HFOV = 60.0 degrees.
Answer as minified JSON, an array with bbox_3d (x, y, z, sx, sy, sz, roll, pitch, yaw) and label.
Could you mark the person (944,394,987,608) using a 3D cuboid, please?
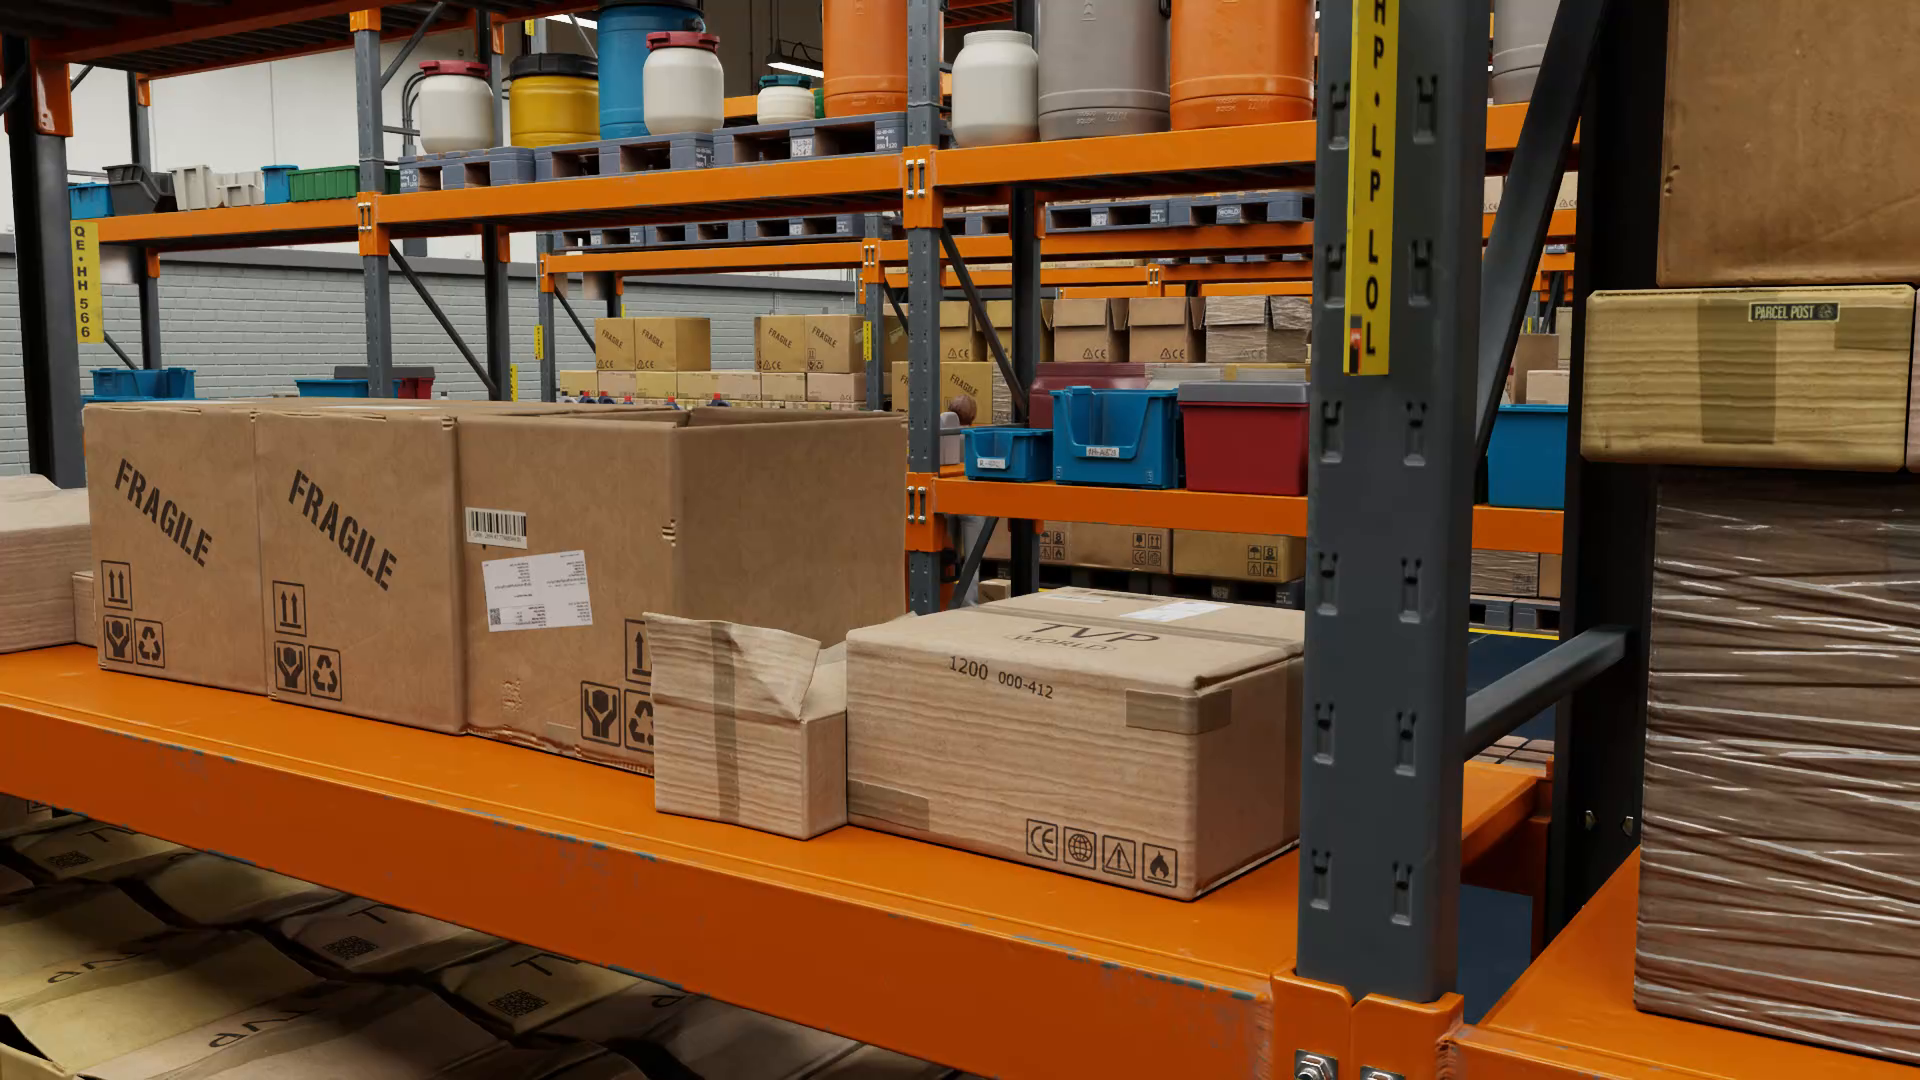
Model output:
[{"bbox_3d":[0.040,-0.208,11.486,0.433,1.601,0.548,4,7,28],"label":"person"}]
